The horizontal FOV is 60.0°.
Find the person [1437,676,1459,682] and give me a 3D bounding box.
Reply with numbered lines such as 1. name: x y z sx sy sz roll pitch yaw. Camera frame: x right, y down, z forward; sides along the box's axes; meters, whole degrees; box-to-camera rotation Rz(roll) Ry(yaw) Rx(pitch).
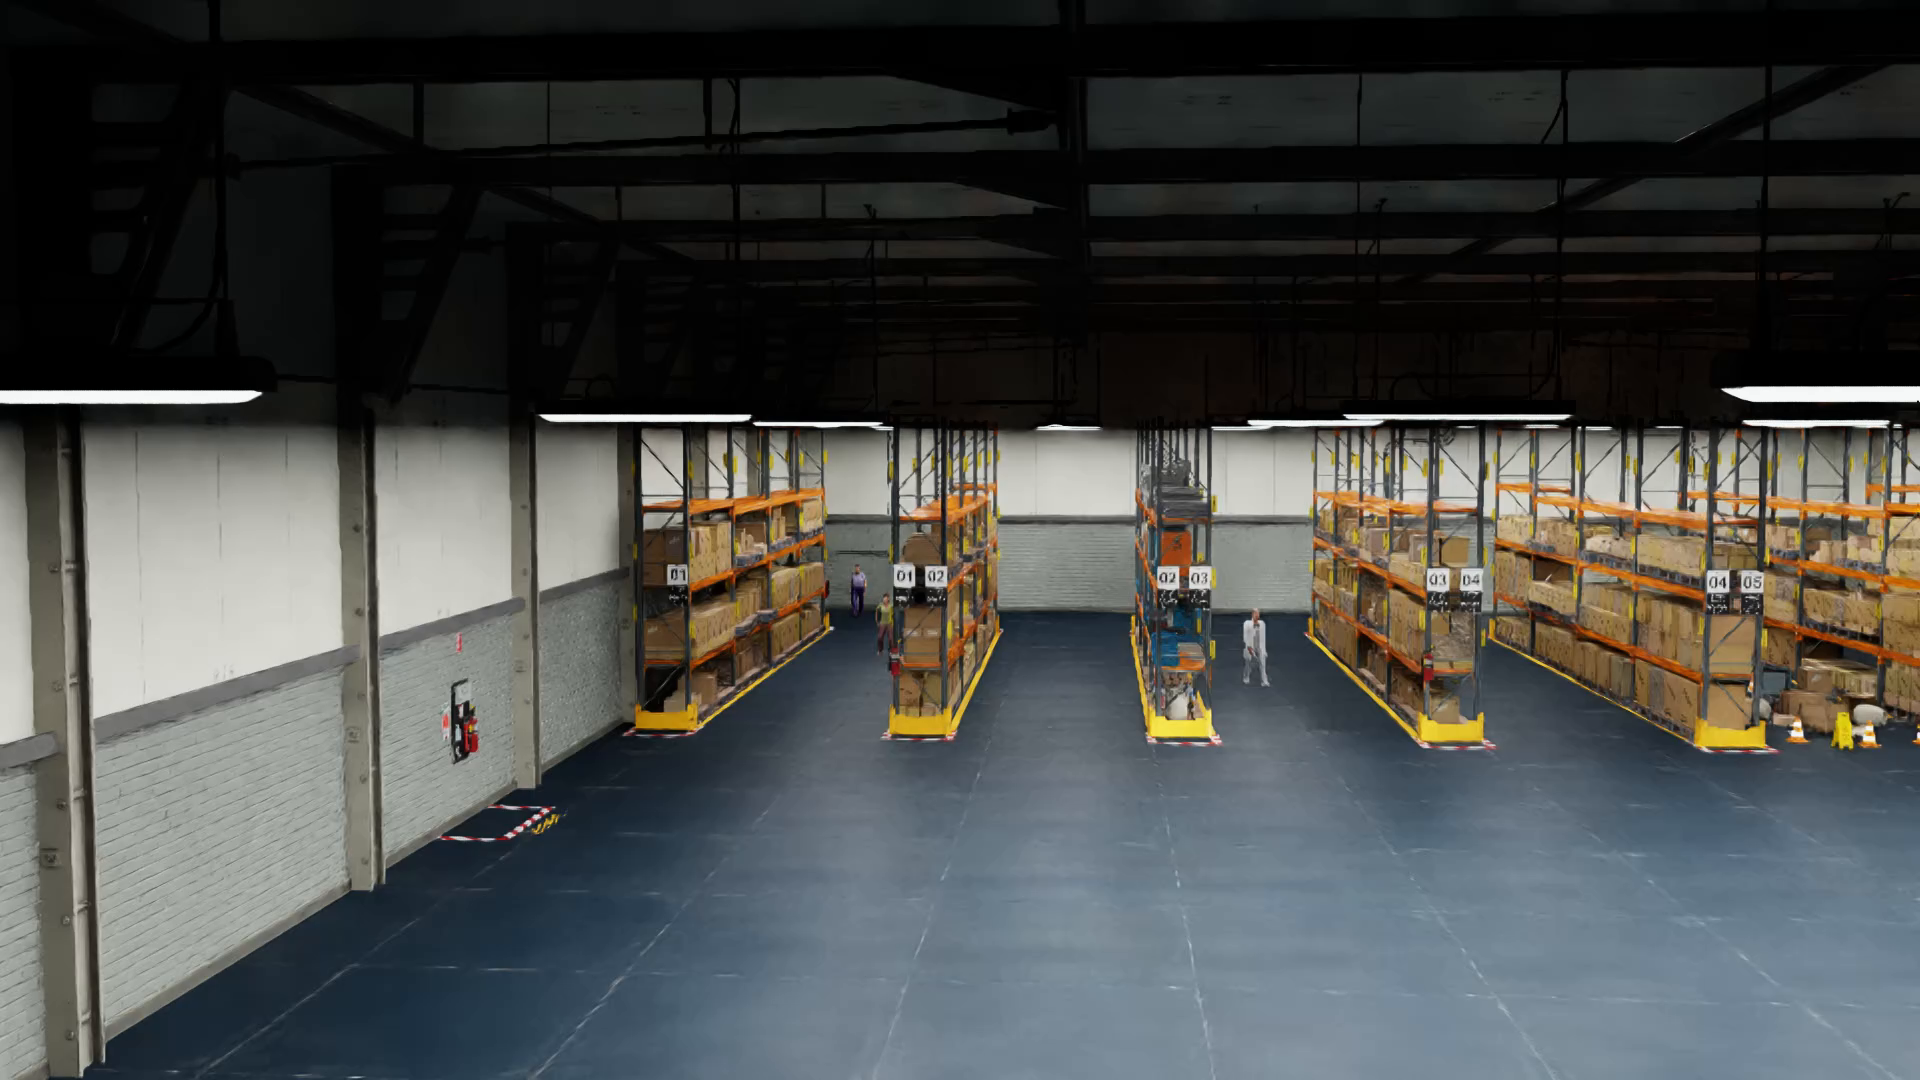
1. person: 11.175 2.519 37.972 0.527 1.468 0.478 0 4 3

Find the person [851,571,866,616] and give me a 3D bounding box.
1. person: -3.147 1.644 51.676 0.478 1.406 0.991 0 4 3

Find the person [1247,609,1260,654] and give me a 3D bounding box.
1. person: 6.637 2.069 37.385 0.542 1.038 0.575 0 4 -4

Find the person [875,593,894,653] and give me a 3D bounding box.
1. person: -1.876 2.140 42.466 0.598 1.542 0.507 0 4 3
